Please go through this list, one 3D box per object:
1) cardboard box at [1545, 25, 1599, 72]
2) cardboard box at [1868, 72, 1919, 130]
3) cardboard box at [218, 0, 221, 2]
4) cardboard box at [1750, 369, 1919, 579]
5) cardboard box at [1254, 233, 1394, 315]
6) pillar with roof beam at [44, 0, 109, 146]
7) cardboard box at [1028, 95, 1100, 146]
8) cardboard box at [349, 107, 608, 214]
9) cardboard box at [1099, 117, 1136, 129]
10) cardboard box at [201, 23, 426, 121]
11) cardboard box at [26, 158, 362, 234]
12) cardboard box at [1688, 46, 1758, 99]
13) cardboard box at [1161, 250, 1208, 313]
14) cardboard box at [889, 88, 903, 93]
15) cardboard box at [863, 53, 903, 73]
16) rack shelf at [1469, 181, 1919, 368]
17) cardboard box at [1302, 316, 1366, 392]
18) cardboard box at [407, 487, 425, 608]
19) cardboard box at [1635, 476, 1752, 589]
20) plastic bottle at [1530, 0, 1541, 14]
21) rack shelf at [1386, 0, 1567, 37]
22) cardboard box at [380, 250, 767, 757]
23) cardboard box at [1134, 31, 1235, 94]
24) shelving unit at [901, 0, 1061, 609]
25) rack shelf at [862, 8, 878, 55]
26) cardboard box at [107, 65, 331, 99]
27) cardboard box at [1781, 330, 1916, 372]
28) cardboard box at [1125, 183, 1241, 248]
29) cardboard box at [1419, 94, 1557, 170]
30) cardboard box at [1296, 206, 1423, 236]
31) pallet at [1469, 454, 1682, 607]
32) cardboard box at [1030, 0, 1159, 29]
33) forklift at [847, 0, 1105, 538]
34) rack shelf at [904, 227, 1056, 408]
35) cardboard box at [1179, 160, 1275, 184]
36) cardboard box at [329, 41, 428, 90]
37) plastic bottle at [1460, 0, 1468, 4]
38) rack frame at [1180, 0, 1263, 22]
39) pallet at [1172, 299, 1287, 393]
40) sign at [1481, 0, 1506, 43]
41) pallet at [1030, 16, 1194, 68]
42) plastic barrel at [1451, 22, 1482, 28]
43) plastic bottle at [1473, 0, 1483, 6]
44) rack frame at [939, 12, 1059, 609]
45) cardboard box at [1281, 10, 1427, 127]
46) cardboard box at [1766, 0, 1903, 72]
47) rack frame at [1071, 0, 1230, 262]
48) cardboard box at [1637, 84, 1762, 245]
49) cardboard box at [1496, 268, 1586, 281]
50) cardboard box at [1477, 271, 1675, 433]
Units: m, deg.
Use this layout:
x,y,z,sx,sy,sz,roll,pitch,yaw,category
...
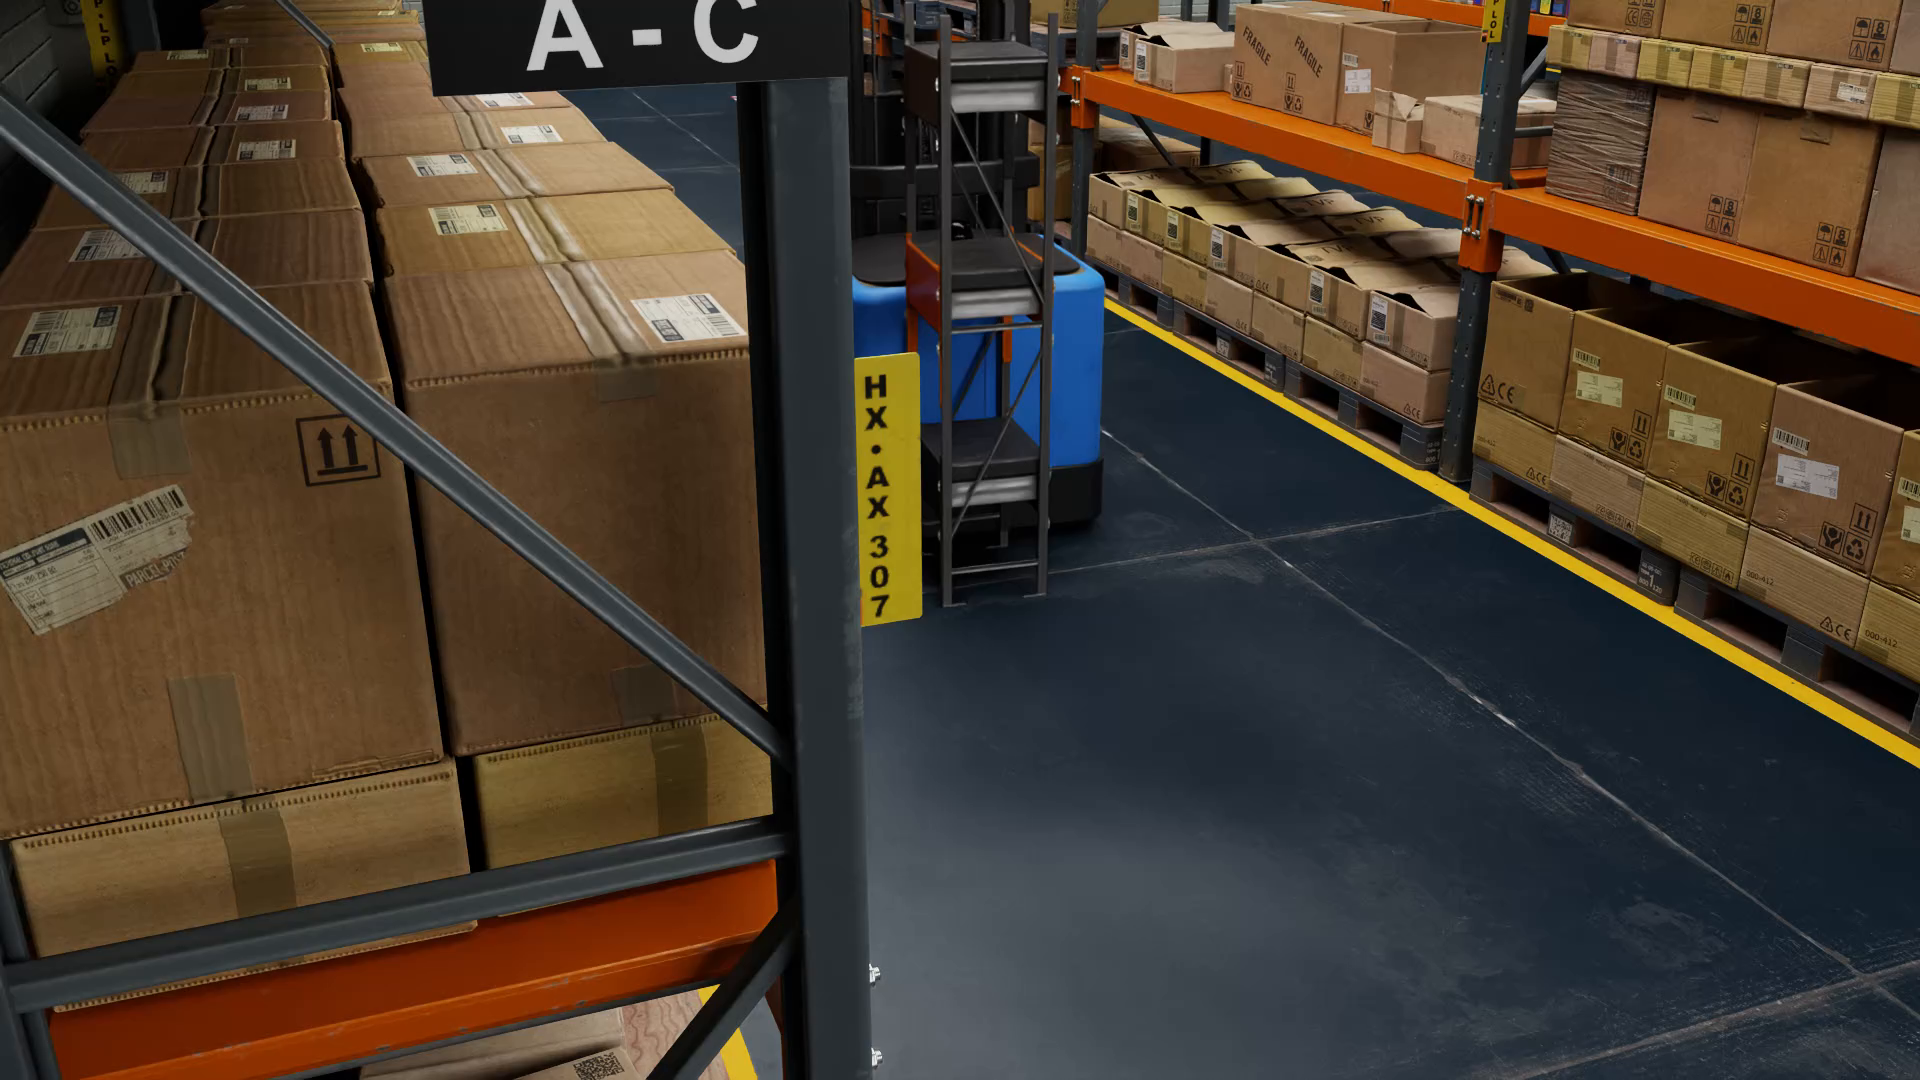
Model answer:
x,y,z,sx,sy,sz,roll,pitch,yaw,category
2.534,-1.934,6.513,0.380,0.149,0.250,-8,24,-19,cardboard box
3.084,-1.372,5.179,0.380,0.149,0.250,-9,24,-19,cardboard box
-2.790,-2.115,7.212,0.700,0.500,0.500,-8,24,-19,cardboard box
3.023,-0.229,5.466,0.500,0.500,0.500,-8,24,-19,cardboard box
1.845,-1.376,8.430,0.500,0.311,0.500,-8,24,-19,cardboard box
0.251,-5.250,7.619,9.100,9.000,0.400,-8,24,-19,pillar with roof beam
0.633,-2.891,11.433,0.500,0.250,0.500,-7,24,-17,cardboard box
-1.023,-0.635,3.596,0.500,0.500,0.500,-8,24,-17,cardboard box
0.951,-2.795,12.170,0.500,0.500,0.500,-9,24,-20,cardboard box
-2.161,-1.471,5.682,0.700,0.500,0.500,-8,24,-19,cardboard box
-1.321,-0.378,2.987,0.500,0.500,0.500,-9,24,-20,cardboard box
2.809,-1.654,5.849,0.380,0.149,0.250,-9,24,-19,cardboard box
1.485,-1.492,9.427,0.500,0.250,0.500,-9,24,-20,cardboard box
-0.263,-3.462,13.753,0.500,0.500,0.500,-9,25,-21,cardboard box
-0.875,-4.354,15.867,0.797,0.503,0.637,-8,24,-19,cardboard box
3.326,-0.655,5.369,1.077,0.370,4.000,-8,24,-19,rack shelf
2.025,-0.935,8.105,0.500,0.250,0.500,-9,24,-20,cardboard box
-0.672,0.073,2.881,0.500,0.250,0.500,-9,25,-21,cardboard box
2.844,-0.065,6.042,0.500,0.250,0.500,-8,24,-19,cardboard box
4.767,-4.505,13.640,0.144,0.351,0.185,-8,24,-19,plastic bottle
5.136,-4.240,13.874,1.077,0.370,4.000,-8,24,-19,rack shelf
-0.487,-0.079,2.278,0.500,0.500,0.500,-8,24,-19,cardboard box
1.342,-2.774,9.584,0.500,0.311,0.500,-9,24,-20,cardboard box
0.063,-0.826,6.007,0.431,2.100,0.503,-6,24,-14,shelving unit
-0.913,-5.015,15.713,1.077,0.370,4.000,-8,24,-19,rack shelf
-1.863,-0.930,4.296,0.500,0.500,0.500,-8,24,-19,cardboard box
3.334,-0.482,6.067,0.500,0.500,0.500,-8,24,-19,cardboard box
1.311,-1.931,9.748,0.500,0.311,0.500,-9,24,-20,cardboard box
2.405,-1.817,7.392,0.500,0.250,0.500,-7,24,-16,cardboard box
2.163,-1.641,9.059,0.500,0.311,0.500,-8,24,-18,cardboard box
2.862,-0.134,6.795,1.003,0.211,1.213,-8,24,-19,pallet
0.879,-3.620,10.806,0.700,0.500,0.500,-18,29,-36,cardboard box
-0.303,-1.887,7.454,1.130,2.935,3.031,-6,24,-14,forklift
0.063,-0.814,6.013,0.431,0.518,0.480,-6,24,-14,rack shelf
1.622,-2.195,10.373,0.500,0.311,0.500,-8,24,-18,cardboard box
-1.557,-1.189,4.910,0.500,0.500,0.500,-8,24,-19,cardboard box
4.415,-4.772,14.466,0.097,0.201,0.097,0,23,0,plastic bottle
3.016,-6.752,18.907,1.000,3.000,0.127,-8,24,-19,rack frame
1.888,-1.135,9.170,1.003,0.211,1.213,-8,24,-19,pallet
2.116,-2.132,6.558,0.100,0.325,0.005,-8,24,-19,sign
0.902,-3.315,11.000,1.213,0.211,1.003,-8,24,-19,pallet
4.605,-4.325,15.310,0.600,0.901,0.708,-8,24,-19,plastic barrel
4.473,-4.730,14.261,0.061,0.283,0.133,-8,24,-19,plastic bottle
0.128,-0.735,5.791,0.400,2.100,0.015,-6,24,-14,rack frame
2.001,-2.414,8.487,0.500,0.500,0.500,-8,24,-19,cardboard box
3.139,-1.831,5.434,0.700,0.500,0.500,-8,24,-19,cardboard box
1.207,-3.167,10.401,1.000,3.000,0.127,-8,24,-19,rack frame
2.975,-1.408,6.100,0.700,0.500,0.500,-9,24,-20,cardboard box
2.707,-1.083,7.734,0.500,0.311,0.500,-8,24,-19,cardboard box
2.491,-0.774,6.758,0.500,0.500,0.500,-8,24,-19,cardboard box
